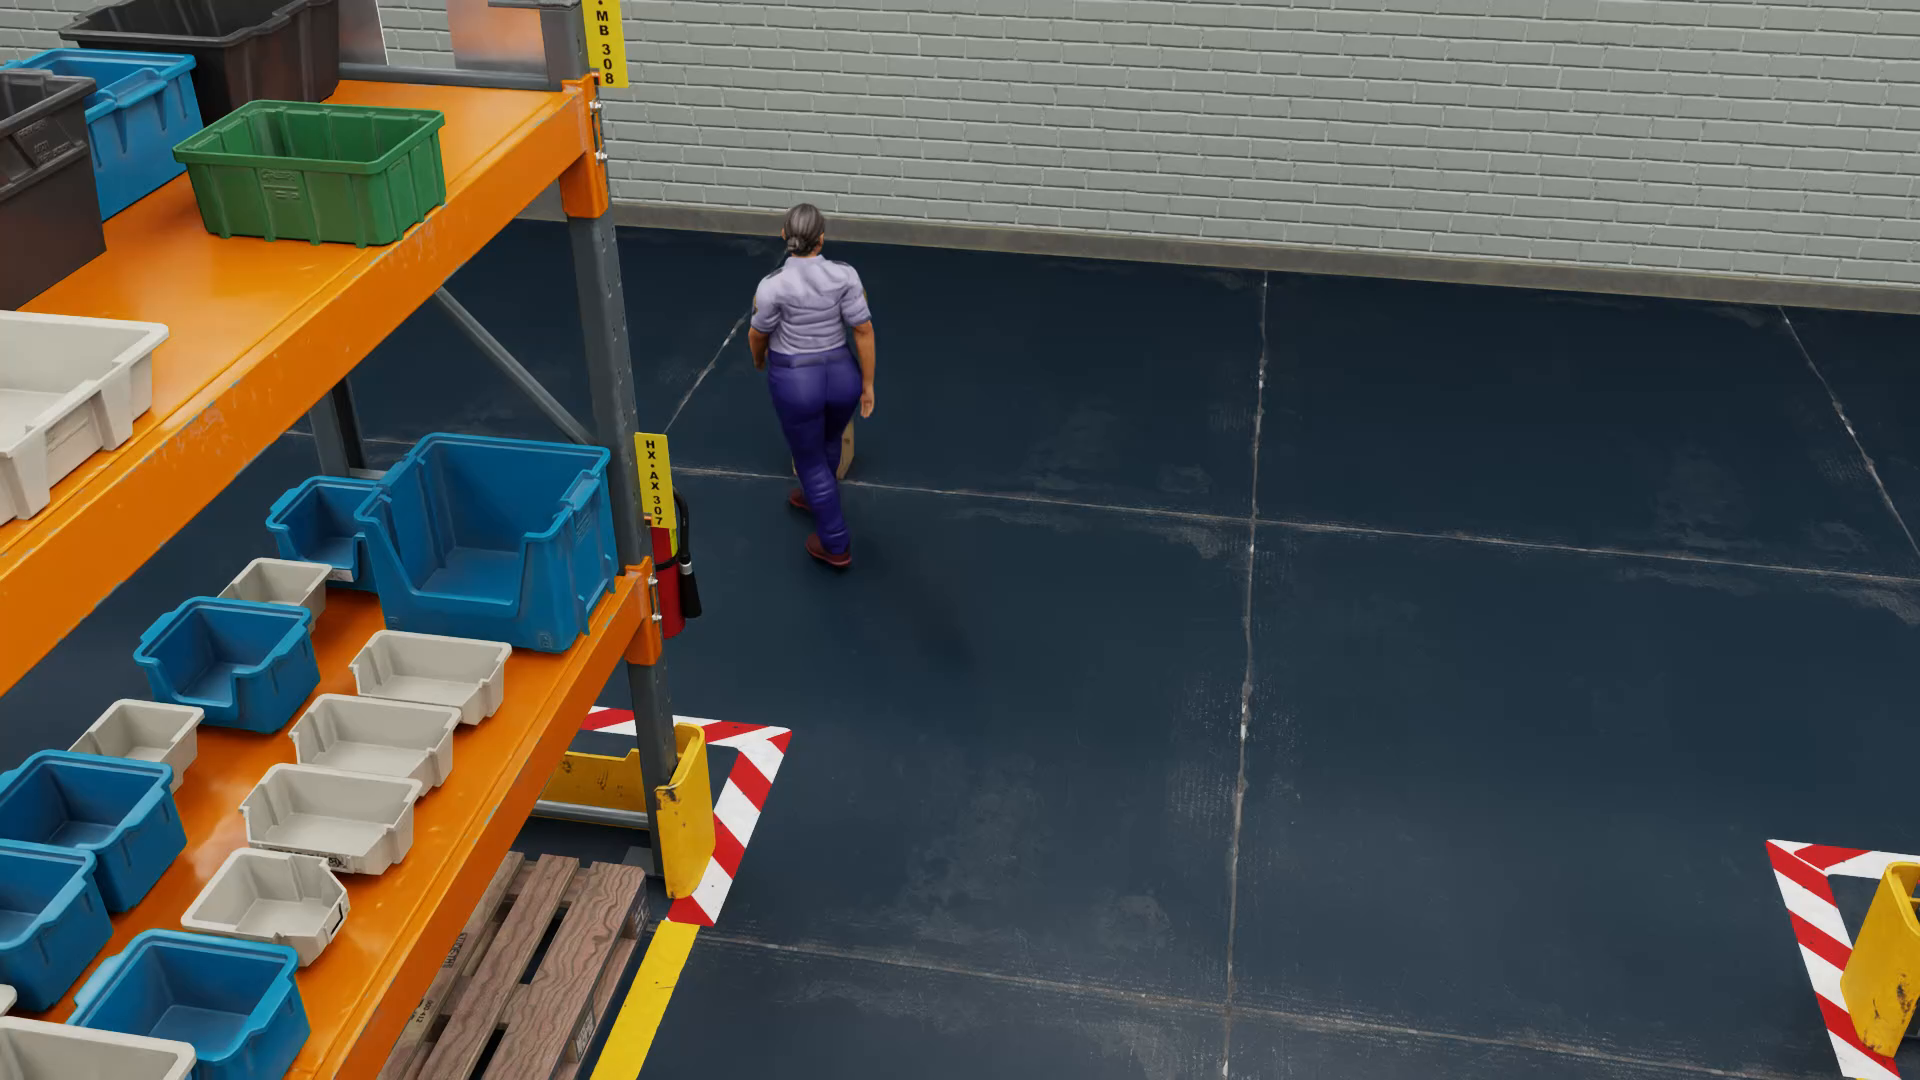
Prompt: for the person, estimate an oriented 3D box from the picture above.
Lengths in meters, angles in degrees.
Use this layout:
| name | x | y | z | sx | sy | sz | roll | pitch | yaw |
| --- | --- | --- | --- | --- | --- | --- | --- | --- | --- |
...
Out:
| name | x | y | z | sx | sy | sz | roll | pitch | yaw |
| --- | --- | --- | --- | --- | --- | --- | --- | --- | --- |
| person | -0.685 | -0.713 | 7.259 | 0.476 | 1.647 | 0.729 | -18 | 37 | -25 |
